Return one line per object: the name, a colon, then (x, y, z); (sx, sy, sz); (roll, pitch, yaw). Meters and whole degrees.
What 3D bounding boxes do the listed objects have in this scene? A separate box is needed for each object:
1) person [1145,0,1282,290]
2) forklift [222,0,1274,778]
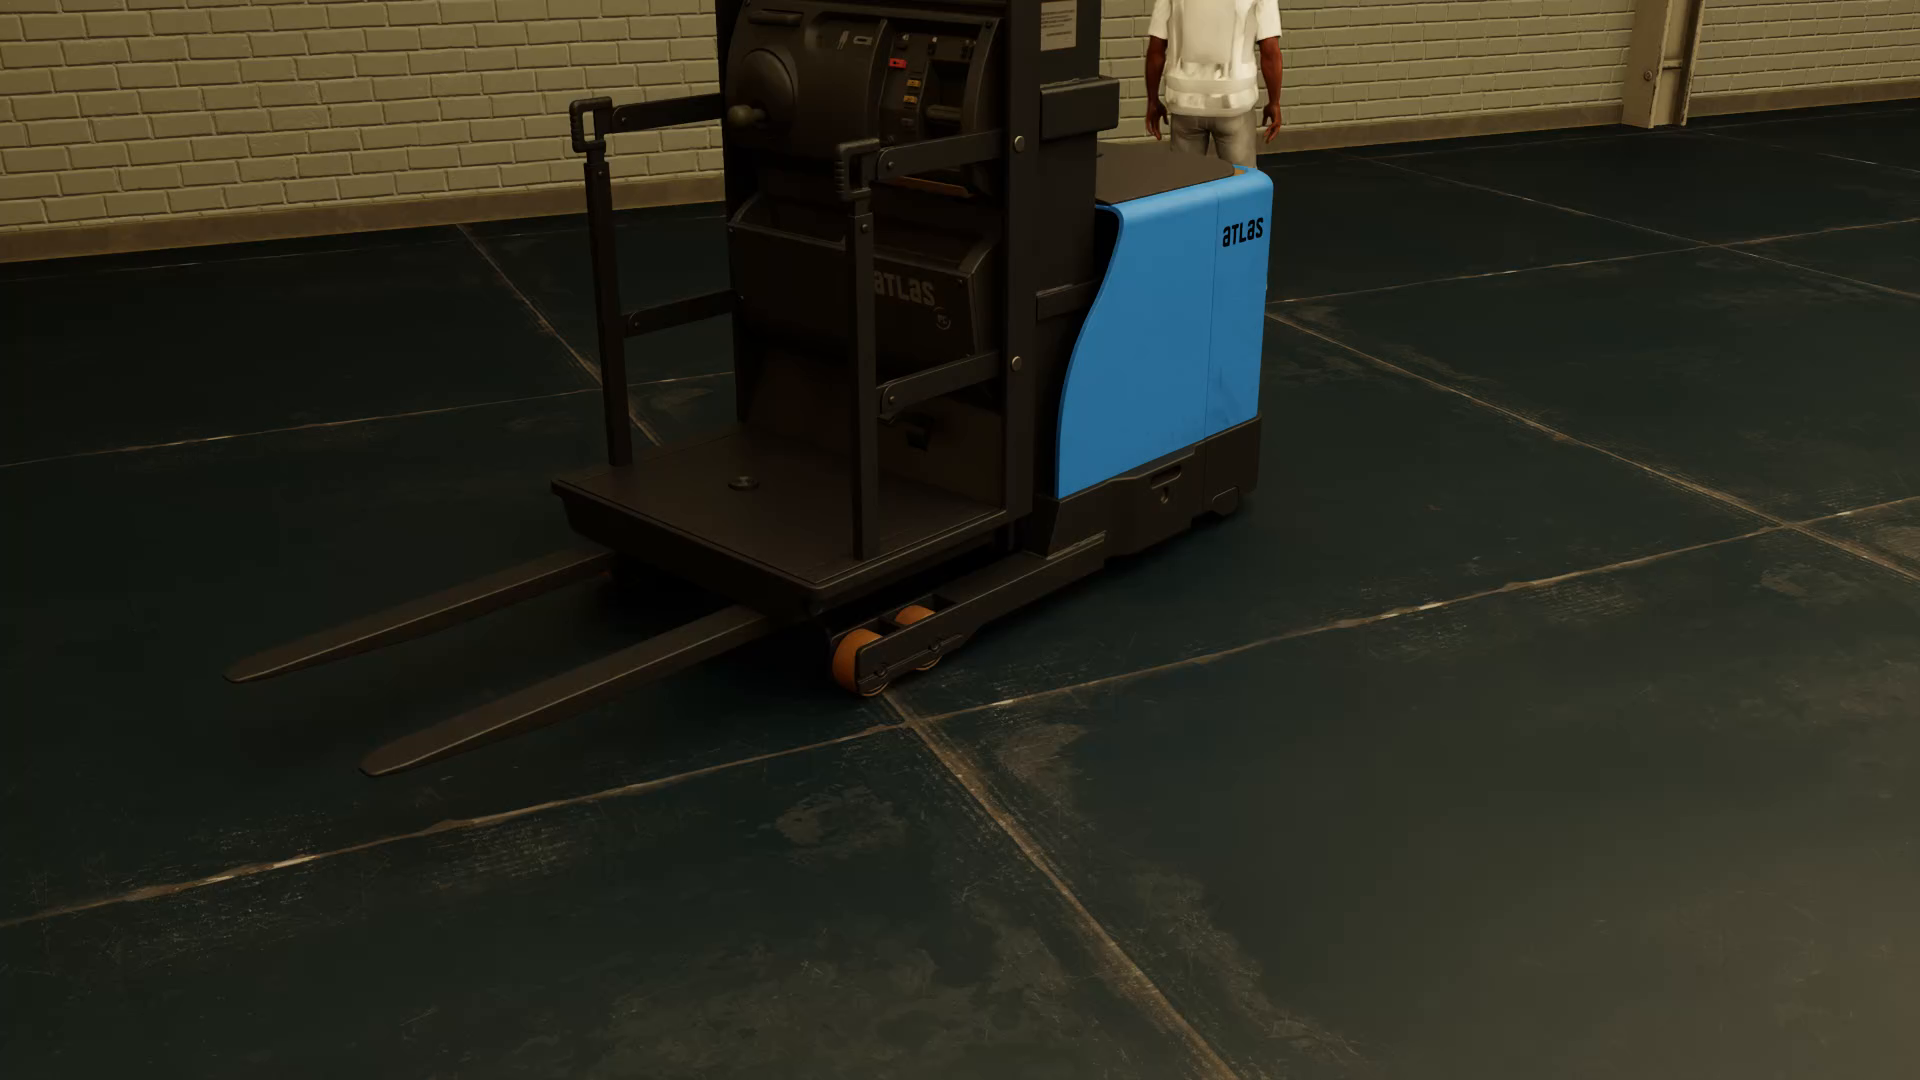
person: (1.164, -2.007, 7.651); (0.631, 1.759, 0.461); (7, 24, 17)
forklift: (-0.413, -1.182, 4.131); (1.130, 2.935, 3.031); (19, 29, 39)
